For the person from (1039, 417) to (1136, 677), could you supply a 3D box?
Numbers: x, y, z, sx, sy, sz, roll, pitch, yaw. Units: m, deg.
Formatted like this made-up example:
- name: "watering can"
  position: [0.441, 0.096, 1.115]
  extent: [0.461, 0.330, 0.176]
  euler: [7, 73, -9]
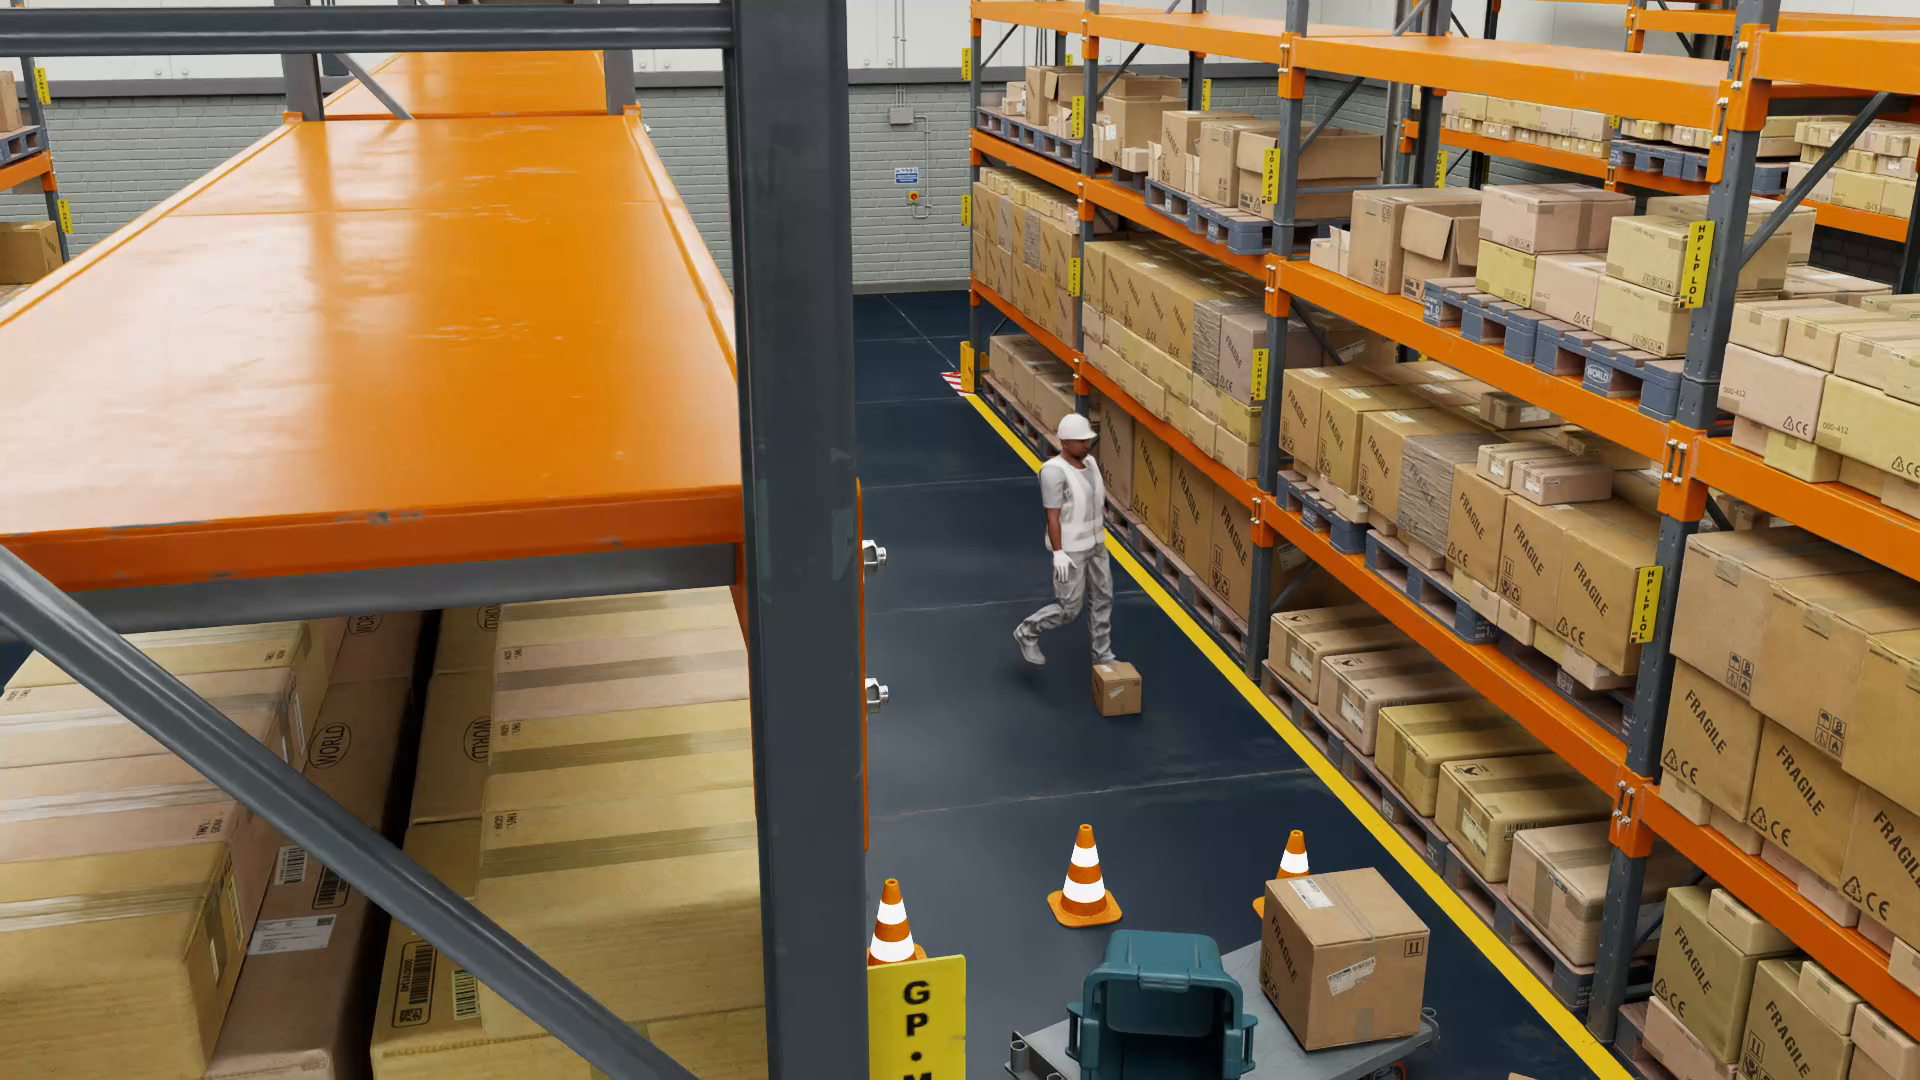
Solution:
- name: "person"
  position: [0.862, 0.047, 10.864]
  extent: [0.635, 1.782, 0.541]
  euler: [-15, 24, -36]
